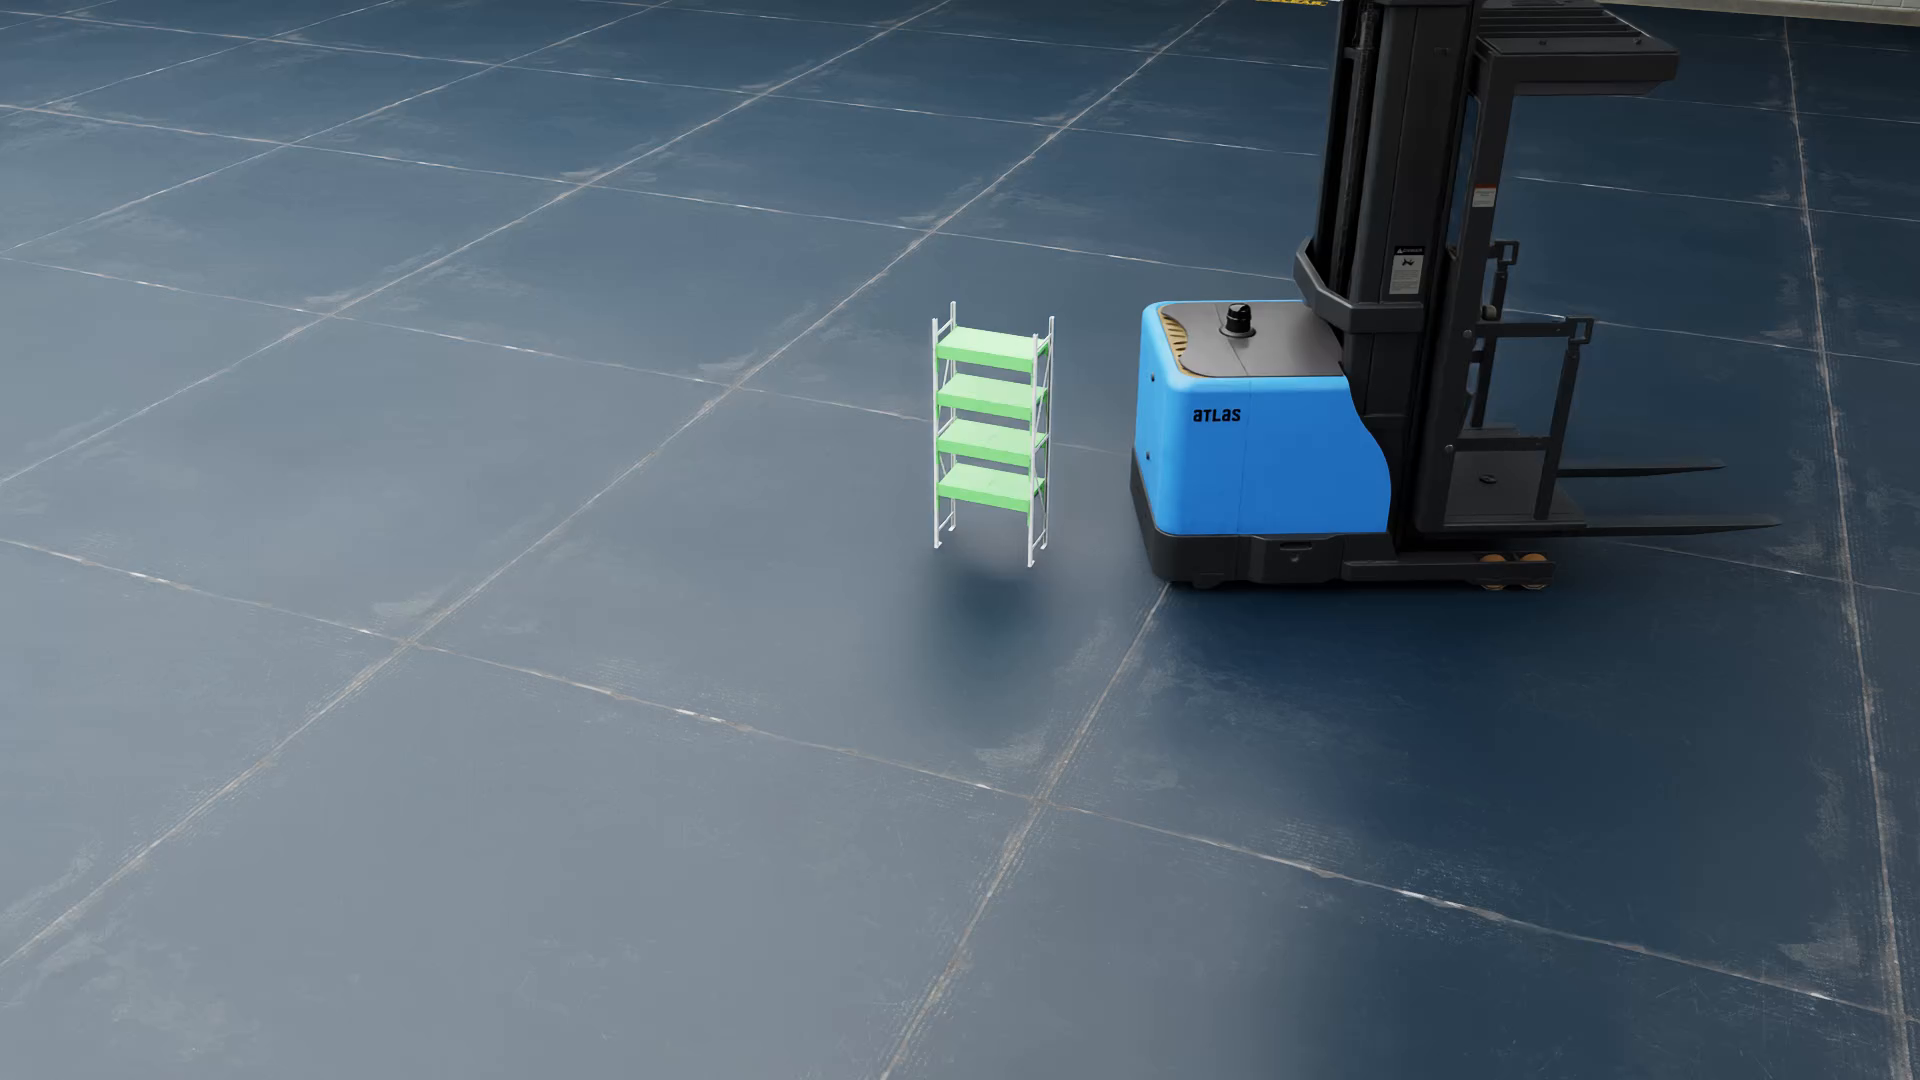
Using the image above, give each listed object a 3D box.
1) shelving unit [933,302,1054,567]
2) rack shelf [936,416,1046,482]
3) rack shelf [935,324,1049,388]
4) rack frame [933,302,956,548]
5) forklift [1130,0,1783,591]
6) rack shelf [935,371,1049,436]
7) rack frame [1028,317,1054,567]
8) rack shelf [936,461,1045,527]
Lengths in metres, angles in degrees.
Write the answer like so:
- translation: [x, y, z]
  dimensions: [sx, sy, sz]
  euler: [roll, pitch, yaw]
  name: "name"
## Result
- translation: [0.153, -0.492, 7.901]
  dimensions: [0.503, 1.200, 0.258]
  euler: [11, 31, 19]
  name: "shelving unit"
- translation: [0.153, -0.436, 7.932]
  dimensions: [0.480, 0.148, 0.258]
  euler: [11, 31, 19]
  name: "rack shelf"
- translation: [0.153, -0.854, 7.696]
  dimensions: [0.480, 0.148, 0.258]
  euler: [11, 31, 19]
  name: "rack shelf"
- translation: [-0.073, -0.537, 7.980]
  dimensions: [0.015, 1.200, 0.240]
  euler: [11, 31, 19]
  name: "rack frame"
- translation: [2.405, -1.300, 7.571]
  dimensions: [3.031, 2.935, 1.130]
  euler: [-1, 29, -2]
  name: "forklift"
- translation: [0.153, -0.645, 7.814]
  dimensions: [0.480, 0.148, 0.258]
  euler: [11, 31, 19]
  name: "rack shelf"
- translation: [0.379, -0.447, 7.821]
  dimensions: [0.015, 1.200, 0.240]
  euler: [11, 31, 19]
  name: "rack frame"
- translation: [0.153, -0.227, 8.050]
  dimensions: [0.480, 0.148, 0.258]
  euler: [11, 31, 19]
  name: "rack shelf"
